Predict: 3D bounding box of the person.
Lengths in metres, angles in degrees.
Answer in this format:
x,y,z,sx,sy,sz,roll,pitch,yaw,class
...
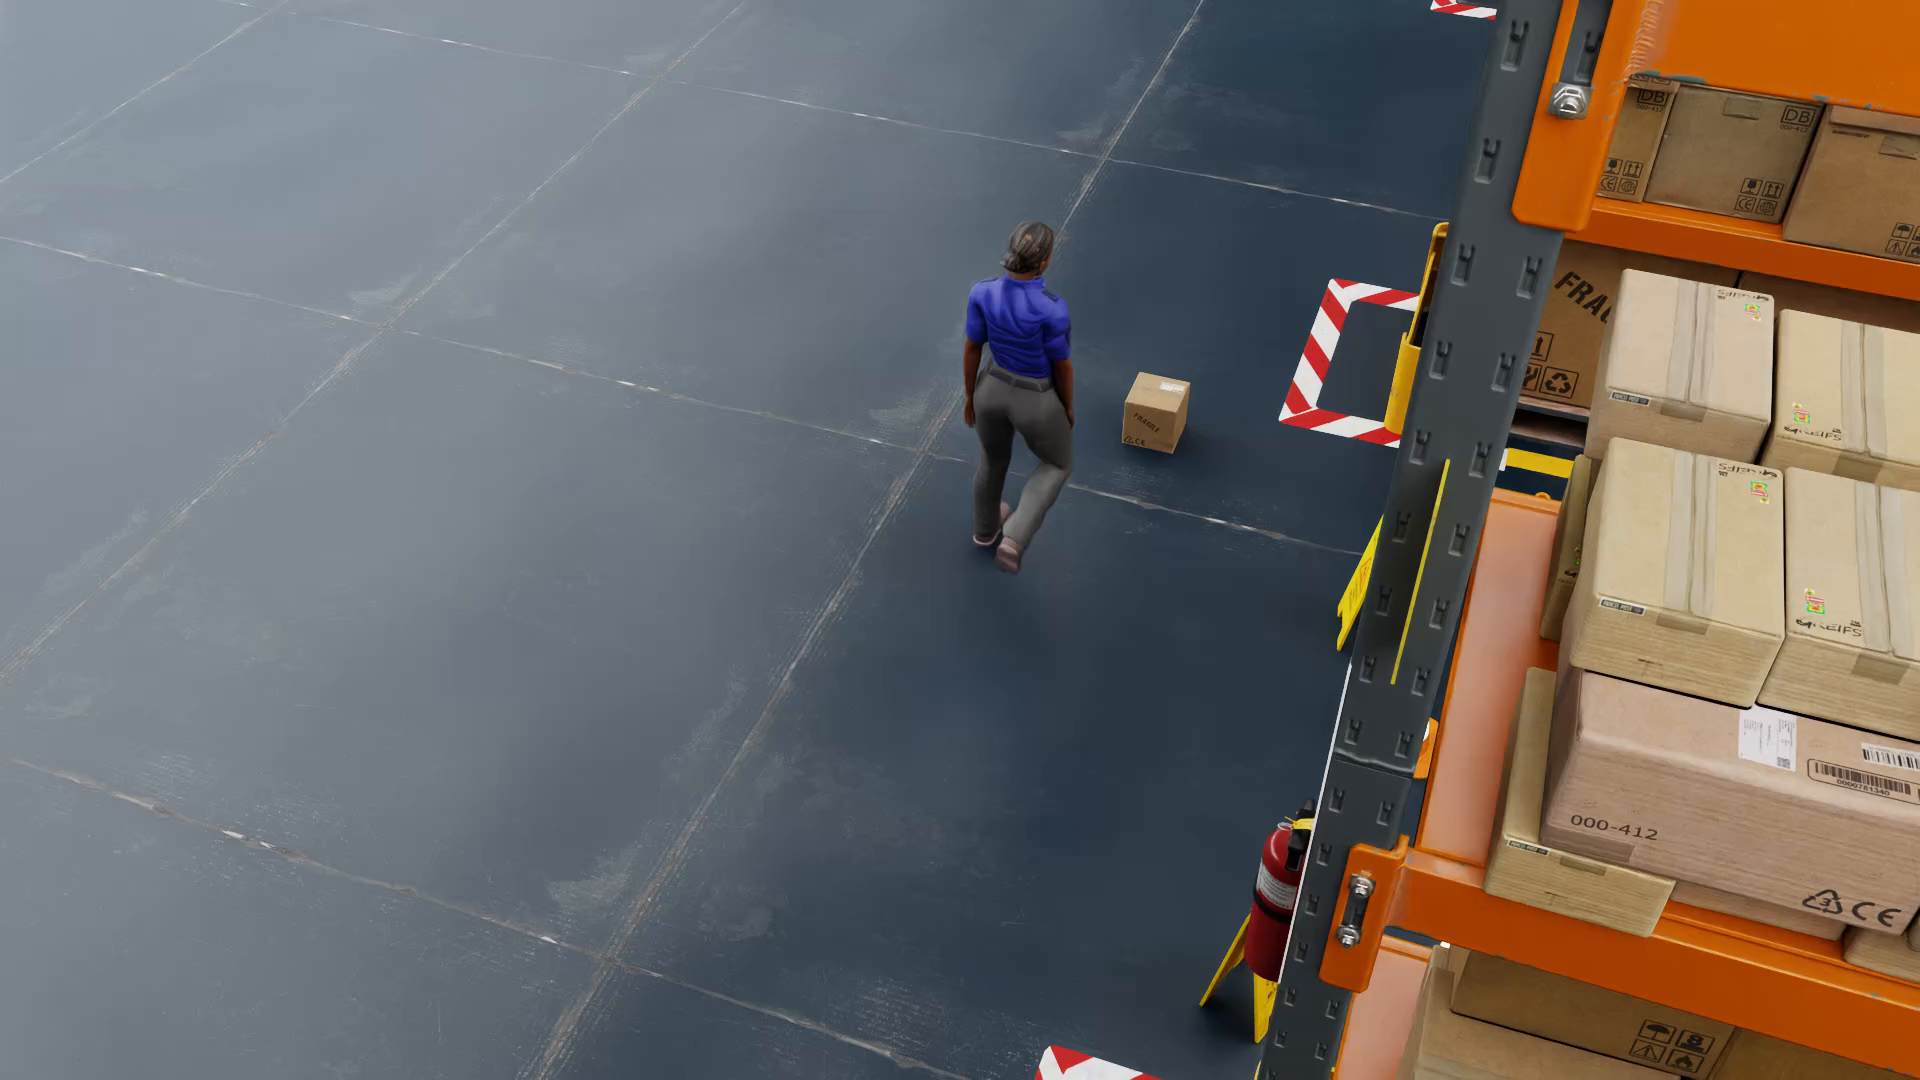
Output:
x,y,z,sx,sy,sz,roll,pitch,yaw,class
0.216,-0.537,6.741,0.460,1.651,0.574,18,45,19,person
